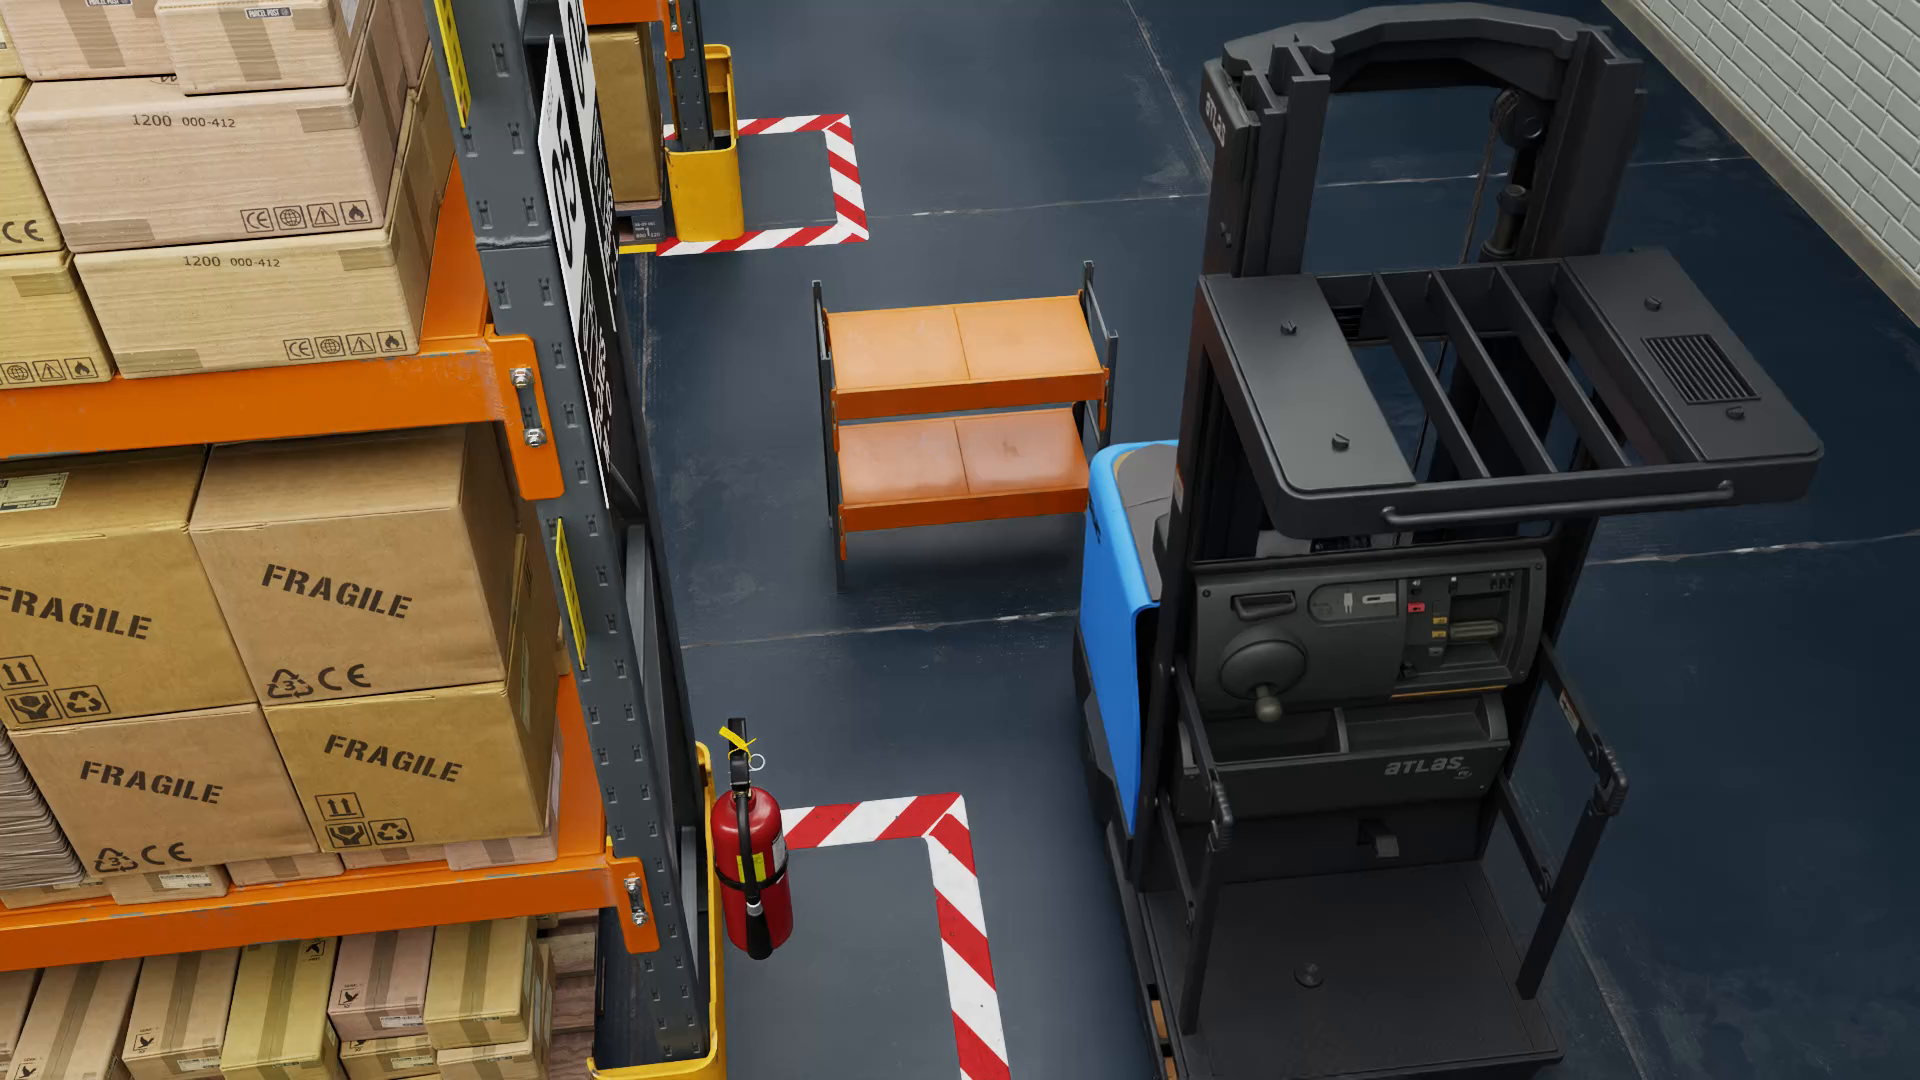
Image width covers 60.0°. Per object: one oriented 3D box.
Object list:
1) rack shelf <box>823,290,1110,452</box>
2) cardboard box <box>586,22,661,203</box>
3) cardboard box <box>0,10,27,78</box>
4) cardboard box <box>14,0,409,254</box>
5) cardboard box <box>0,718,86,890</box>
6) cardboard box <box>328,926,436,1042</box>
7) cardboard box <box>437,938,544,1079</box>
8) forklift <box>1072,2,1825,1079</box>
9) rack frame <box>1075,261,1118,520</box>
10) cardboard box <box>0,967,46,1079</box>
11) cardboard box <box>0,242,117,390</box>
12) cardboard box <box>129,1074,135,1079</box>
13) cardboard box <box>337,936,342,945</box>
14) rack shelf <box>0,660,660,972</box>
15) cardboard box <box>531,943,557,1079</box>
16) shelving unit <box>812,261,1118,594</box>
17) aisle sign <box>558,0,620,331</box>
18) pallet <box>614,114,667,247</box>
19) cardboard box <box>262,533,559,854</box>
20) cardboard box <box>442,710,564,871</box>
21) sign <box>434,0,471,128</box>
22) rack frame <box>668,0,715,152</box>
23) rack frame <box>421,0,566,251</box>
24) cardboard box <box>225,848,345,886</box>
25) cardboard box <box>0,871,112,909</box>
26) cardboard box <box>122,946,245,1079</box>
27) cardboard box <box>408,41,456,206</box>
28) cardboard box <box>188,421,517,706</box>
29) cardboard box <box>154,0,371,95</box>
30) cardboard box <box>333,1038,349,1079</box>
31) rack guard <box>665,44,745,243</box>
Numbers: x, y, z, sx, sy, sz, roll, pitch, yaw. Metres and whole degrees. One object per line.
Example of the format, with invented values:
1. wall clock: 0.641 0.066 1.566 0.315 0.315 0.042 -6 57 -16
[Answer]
1. rack shelf: 0.007 -0.636 6.178 1.000 0.278 0.538 -5 42 -6
2. cardboard box: -1.987 -2.274 8.304 0.875 0.875 0.875 -5 42 -6
3. cardboard box: -1.623 -0.901 2.711 0.250 0.149 0.380 -6 42 -7
4. cardboard box: -1.244 -0.747 2.838 0.500 0.250 0.500 -6 42 -7
5. cardboard box: -2.245 0.442 3.724 0.500 0.500 0.500 -5 42 -5
6. cardboard box: -1.568 1.167 4.587 0.250 0.149 0.380 -4 42 -5
7. cardboard box: -1.306 1.315 4.645 0.250 0.149 0.380 -6 42 -7
8. forklift: 1.098 0.338 4.187 1.130 2.935 3.031 -4 42 -5
9. rack frame: 0.511 -0.462 6.423 0.032 1.125 0.500 -5 42 -6
10. cardboard box: -2.609 1.264 4.480 0.250 0.149 0.380 -6 42 -7
11. cardboard box: -1.741 -0.506 2.944 0.500 0.250 0.500 -5 42 -5
12. cardboard box: -2.333 1.415 4.535 0.250 0.149 0.380 -4 42 -5
13. cardboard box: -1.883 1.021 4.971 0.250 0.149 0.380 -4 42 -5
14. rack shelf: -2.803 0.728 4.240 4.000 0.370 1.077 -5 42 -6
15. cardboard box: -1.315 1.374 4.802 0.250 0.149 0.380 -4 42 -5
16. shelving unit: 0.007 -0.418 6.374 1.048 1.125 0.538 -5 42 -6
17. aisle sign: -0.786 -0.883 3.549 0.004 0.787 0.394 -5 42 -6
18. pallet: -2.145 -1.858 8.653 1.213 0.211 1.003 -5 42 -6
19. cardboard box: -1.232 0.350 3.826 0.500 0.500 0.500 -4 42 -5
20. cardboard box: -1.106 0.597 4.036 0.250 0.149 0.380 -5 42 -5
21. sign: -0.768 -0.785 2.480 0.005 0.325 0.100 -5 42 -6
22. rack frame: -1.363 -3.015 7.853 0.127 3.000 1.000 -5 42 -6
23. rack frame: -0.820 -1.940 2.182 0.127 3.000 1.000 -5 42 -6
24. cardboard box: -1.605 0.625 4.005 0.250 0.149 0.380 -5 42 -6
25. cardboard box: -2.120 0.666 3.959 0.250 0.149 0.380 -7 42 -7
26. cardboard box: -2.074 1.254 4.490 0.250 0.149 0.380 -7 42 -7
27. cardboard box: -1.298 -0.901 3.382 0.500 0.250 0.500 -4 42 -4
28. cardboard box: -1.241 -0.026 3.497 0.500 0.500 0.500 -6 42 -6
29. cardboard box: -1.111 -0.880 2.688 0.250 0.149 0.380 -5 42 -6
30. cardboard box: -1.821 1.361 4.594 0.250 0.149 0.380 -7 42 -7
31. rack guard: -1.339 -2.089 8.693 0.348 0.500 1.175 -5 42 -6
